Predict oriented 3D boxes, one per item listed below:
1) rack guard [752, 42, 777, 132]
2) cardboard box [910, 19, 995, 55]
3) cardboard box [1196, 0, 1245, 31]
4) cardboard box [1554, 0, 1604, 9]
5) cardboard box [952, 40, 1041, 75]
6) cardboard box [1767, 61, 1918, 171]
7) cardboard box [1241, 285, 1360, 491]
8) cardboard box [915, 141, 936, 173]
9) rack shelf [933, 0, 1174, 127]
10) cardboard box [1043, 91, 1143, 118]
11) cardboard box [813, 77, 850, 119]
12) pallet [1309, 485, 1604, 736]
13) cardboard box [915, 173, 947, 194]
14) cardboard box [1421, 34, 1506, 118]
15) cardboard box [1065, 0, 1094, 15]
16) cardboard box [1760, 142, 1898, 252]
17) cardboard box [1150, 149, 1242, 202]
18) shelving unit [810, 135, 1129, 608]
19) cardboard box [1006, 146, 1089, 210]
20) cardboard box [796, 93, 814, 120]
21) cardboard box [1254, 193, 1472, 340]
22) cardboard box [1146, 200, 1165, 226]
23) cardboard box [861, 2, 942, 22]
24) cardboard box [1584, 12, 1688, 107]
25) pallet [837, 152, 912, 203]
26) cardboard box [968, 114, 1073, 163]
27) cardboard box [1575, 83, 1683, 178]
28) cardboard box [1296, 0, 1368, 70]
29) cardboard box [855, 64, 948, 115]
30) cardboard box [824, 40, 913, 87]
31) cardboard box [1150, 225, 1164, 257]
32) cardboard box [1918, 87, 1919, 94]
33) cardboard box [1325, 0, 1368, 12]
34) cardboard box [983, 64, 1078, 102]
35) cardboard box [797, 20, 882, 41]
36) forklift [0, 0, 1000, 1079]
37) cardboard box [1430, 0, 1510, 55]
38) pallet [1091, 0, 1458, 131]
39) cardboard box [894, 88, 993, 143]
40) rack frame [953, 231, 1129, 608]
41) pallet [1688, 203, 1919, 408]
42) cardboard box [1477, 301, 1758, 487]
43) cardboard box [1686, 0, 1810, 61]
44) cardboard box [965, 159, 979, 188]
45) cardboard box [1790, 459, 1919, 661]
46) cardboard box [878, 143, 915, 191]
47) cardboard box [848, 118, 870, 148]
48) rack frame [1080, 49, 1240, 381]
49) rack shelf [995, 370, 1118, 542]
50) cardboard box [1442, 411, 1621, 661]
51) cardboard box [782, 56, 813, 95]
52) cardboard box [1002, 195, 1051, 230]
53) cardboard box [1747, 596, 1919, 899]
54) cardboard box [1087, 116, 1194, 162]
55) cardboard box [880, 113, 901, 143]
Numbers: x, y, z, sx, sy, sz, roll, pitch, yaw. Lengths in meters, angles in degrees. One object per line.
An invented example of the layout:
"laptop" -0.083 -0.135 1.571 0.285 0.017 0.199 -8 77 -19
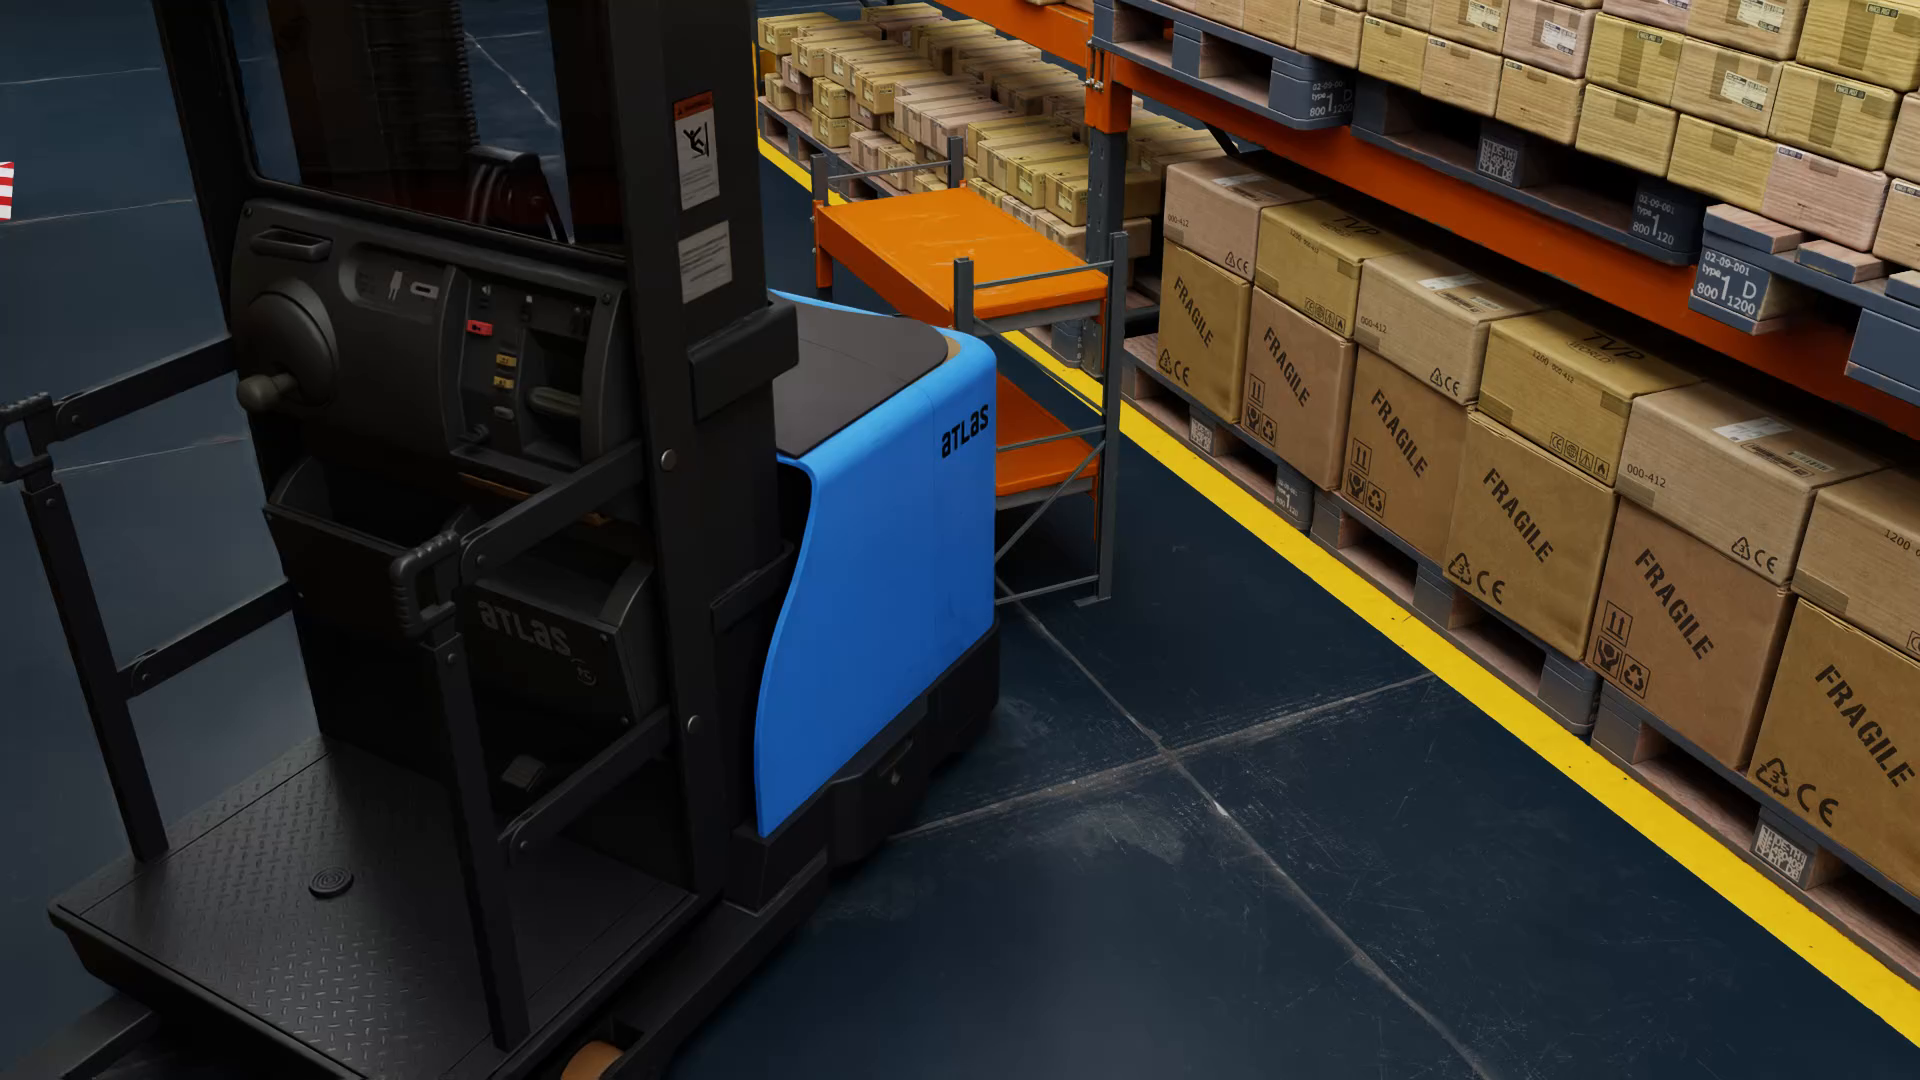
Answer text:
"rack guard" -0.743 -2.688 9.533 1.175 0.500 0.348 -13 32 -22
"cardboard box" -0.038 -2.620 8.732 0.380 0.149 0.250 -14 32 -23
"cardboard box" 0.923 -1.616 4.892 0.380 0.149 0.250 -13 32 -22
"cardboard box" 1.481 -1.303 3.726 0.380 0.149 0.250 -12 31 -20
"cardboard box" 0.182 -2.385 8.314 0.380 0.149 0.250 -12 31 -20
"cardboard box" 1.804 -0.837 3.200 0.380 0.149 0.250 -12 32 -21
"cardboard box" 1.248 -0.523 5.241 0.500 0.500 0.500 -12 31 -20
"cardboard box" 0.018 -1.781 7.541 0.380 0.149 0.250 -15 32 -24
"rack shelf" 0.083 -2.615 7.582 1.077 0.370 4.000 -13 32 -22
"cardboard box" 0.595 -1.916 7.476 0.380 0.149 0.250 -12 32 -21
"cardboard box" -0.519 -2.238 8.355 0.380 0.149 0.250 -12 31 -20
"pallet" 1.805 0.054 4.937 1.003 0.211 1.213 -13 32 -22
"cardboard box" 0.021 -1.544 7.422 0.380 0.149 0.250 -13 32 -22
"cardboard box" 1.366 -1.161 4.080 0.380 0.149 0.250 -15 32 -24
"cardboard box" 0.608 -2.013 6.029 0.380 0.149 0.250 -13 32 -23
"cardboard box" 1.816 -0.697 3.253 0.380 0.149 0.250 -13 32 -21
"cardboard box" 0.981 -1.440 6.628 0.380 0.149 0.250 -12 31 -20
"shelving unit" -0.003 -0.494 4.980 0.538 1.125 1.048 -13 32 -22
"cardboard box" 0.408 -1.451 6.649 0.380 0.149 0.250 -13 32 -21
"cardboard box" -0.654 -2.355 8.868 0.380 0.149 0.250 -13 32 -22
"cardboard box" 1.251 -0.849 5.056 0.500 0.250 0.500 -12 32 -21
"cardboard box" 0.885 -1.435 6.923 0.380 0.149 0.250 -13 32 -22
"cardboard box" -0.320 -2.831 9.108 0.380 0.149 0.250 -13 32 -21
"cardboard box" 1.592 -1.058 3.594 0.380 0.149 0.250 -13 32 -22
"pallet" 0.094 -1.658 7.991 1.003 0.211 1.213 -13 32 -22
"cardboard box" 0.254 -1.691 7.076 0.380 0.149 0.250 -12 31 -20
"cardboard box" 1.595 -0.926 3.662 0.380 0.149 0.250 -15 32 -24
"cardboard box" 1.140 -1.392 4.493 0.380 0.149 0.250 -15 32 -24
"cardboard box" -0.275 -2.131 7.861 0.380 0.149 0.250 -13 32 -21
"cardboard box" -0.457 -2.382 8.308 0.380 0.149 0.250 -15 32 -24
"cardboard box" 0.961 -1.331 7.042 0.380 0.149 0.250 -12 31 -21
"cardboard box" 1.929 -0.843 2.906 0.380 0.149 0.250 -13 32 -23
"cardboard box" 1.149 -1.517 4.411 0.380 0.149 0.250 -12 31 -20
"cardboard box" 0.333 -2.136 7.869 0.380 0.149 0.250 -13 32 -22
"cardboard box" -0.631 -2.612 8.718 0.380 0.149 0.250 -12 32 -21
"forklift" -1.081 -0.316 2.816 1.130 2.935 3.031 16 33 26
"cardboard box" 1.369 -1.287 4.002 0.380 0.149 0.250 -14 32 -23
"pallet" 1.138 -1.593 5.221 1.003 0.211 1.213 -13 32 -22
"cardboard box" -0.073 -1.908 7.462 0.380 0.149 0.250 -14 32 -24
"rack frame" 0.215 -0.269 4.580 0.500 1.125 0.032 -13 32 -22
"pallet" 2.257 -0.487 3.248 1.213 0.211 1.003 -13 32 -22
"cardboard box" 1.698 -0.394 4.245 0.500 0.250 0.500 -12 32 -21
"cardboard box" 1.698 -1.076 3.321 0.380 0.149 0.250 -12 31 -21
"cardboard box" 0.242 -1.550 7.128 0.380 0.149 0.250 -13 32 -22
"cardboard box" 2.128 0.055 3.445 0.500 0.250 0.500 -14 32 -23
"cardboard box" -0.164 -1.773 7.830 0.380 0.149 0.250 -13 32 -22
"cardboard box" -0.334 -2.018 8.267 0.380 0.149 0.250 -13 32 -22
"rack frame" 0.942 -2.045 5.830 1.000 3.000 0.127 -13 32 -22
"rack shelf" -0.003 -0.280 5.100 0.538 0.278 1.000 -13 32 -22
"cardboard box" 1.679 -0.067 4.429 0.500 0.500 0.500 -15 32 -24
"cardboard box" -0.716 -2.463 8.757 0.380 0.149 0.250 -13 32 -22
"cardboard box" 0.392 -1.304 6.690 0.380 0.149 0.250 -15 32 -24
"cardboard box" 2.140 0.393 3.608 0.500 0.500 0.500 -13 32 -22
"cardboard box" 0.763 -1.676 7.048 0.380 0.149 0.250 -14 32 -23
"cardboard box" -0.165 -2.029 7.983 0.380 0.149 0.250 -11 31 -19
